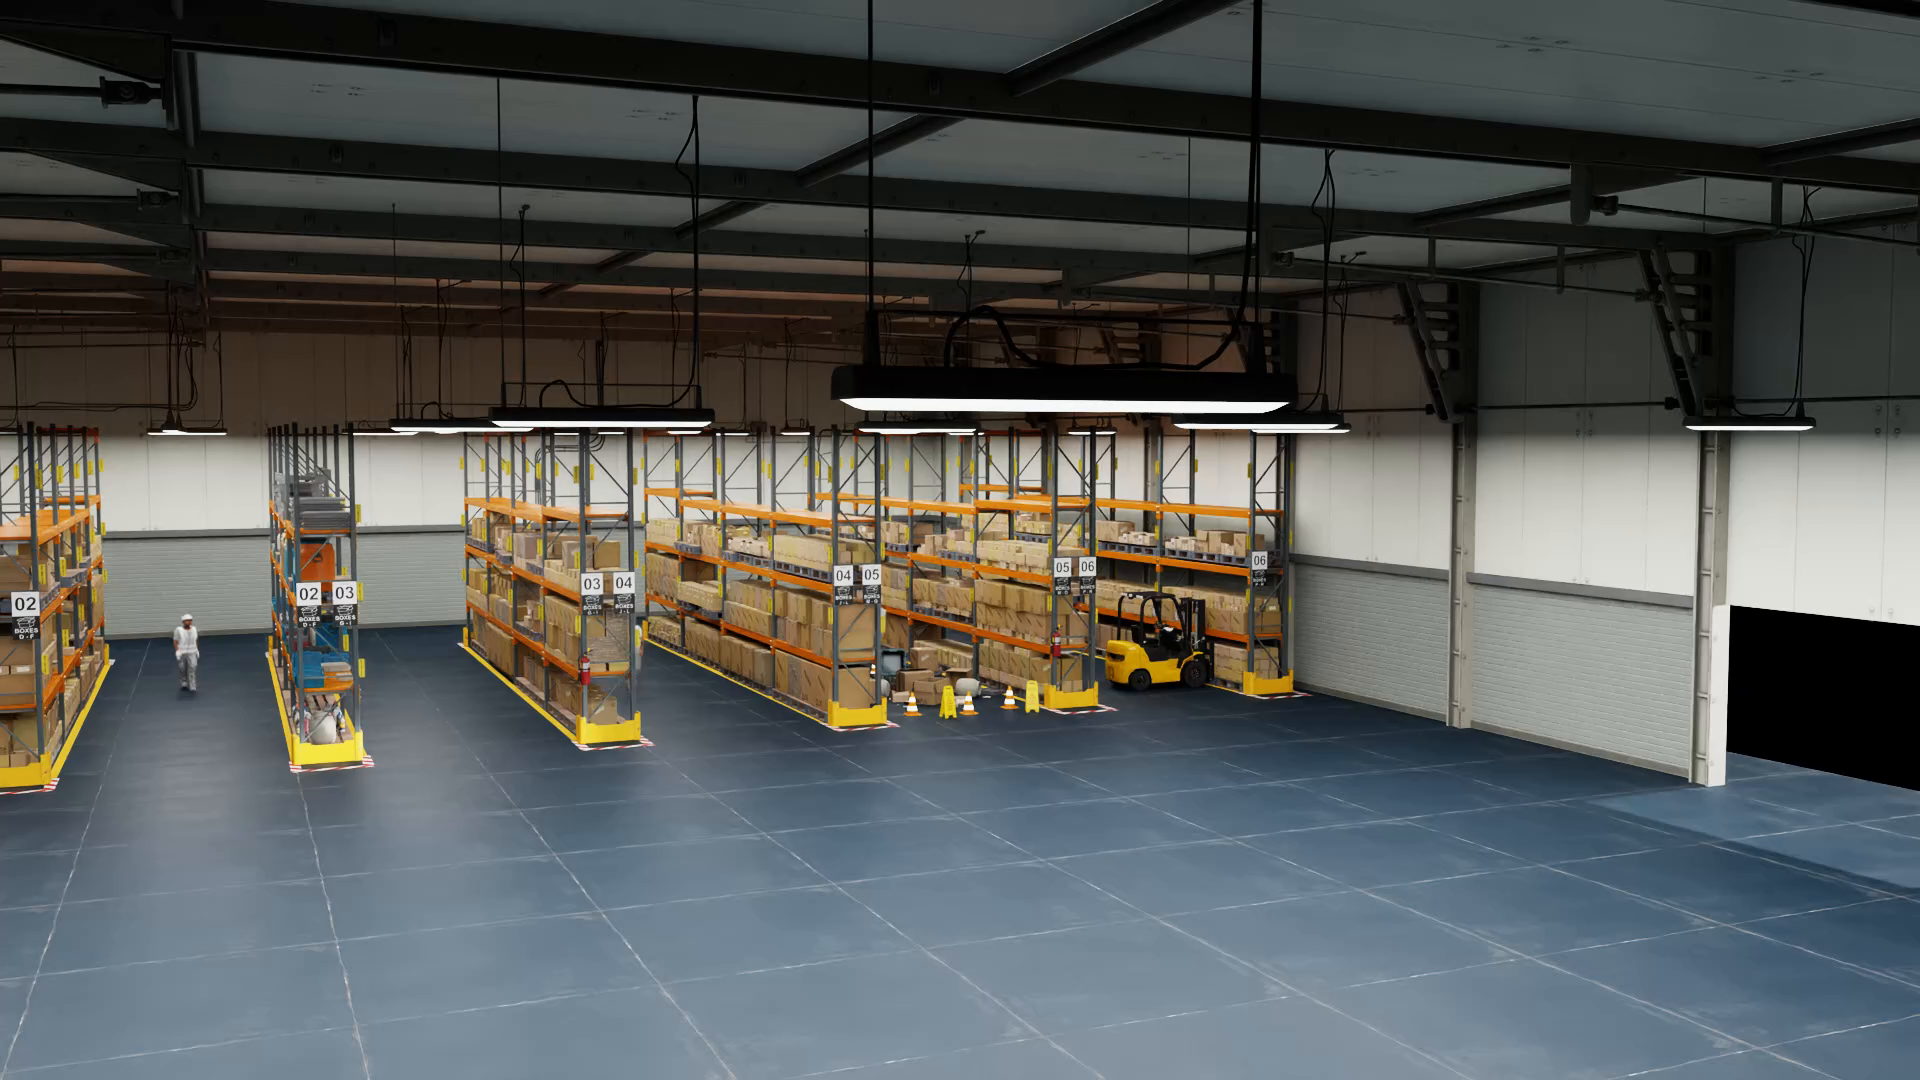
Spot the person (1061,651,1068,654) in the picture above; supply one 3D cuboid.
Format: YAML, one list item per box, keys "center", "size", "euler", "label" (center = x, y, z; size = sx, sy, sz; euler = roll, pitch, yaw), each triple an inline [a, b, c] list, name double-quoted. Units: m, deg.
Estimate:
- center: [2.375, 2.466, 39.653]
  size: [0.667, 1.681, 0.837]
  euler: [-1, 4, -22]
  label: "person"

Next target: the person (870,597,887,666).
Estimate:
- center: [-2.132, 2.284, 41.723]
  size: [0.638, 1.771, 0.464]
  euler: [-2, 4, -26]
  label: "person"

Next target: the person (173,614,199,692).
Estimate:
- center: [-17.512, 2.547, 37.635]
  size: [0.535, 1.728, 1.096]
  euler: [-2, 4, -27]
  label: "person"

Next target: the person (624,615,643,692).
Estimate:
- center: [-7.526, 2.553, 37.849]
  size: [0.626, 1.742, 0.637]
  euler: [-2, 4, -34]
  label: "person"
